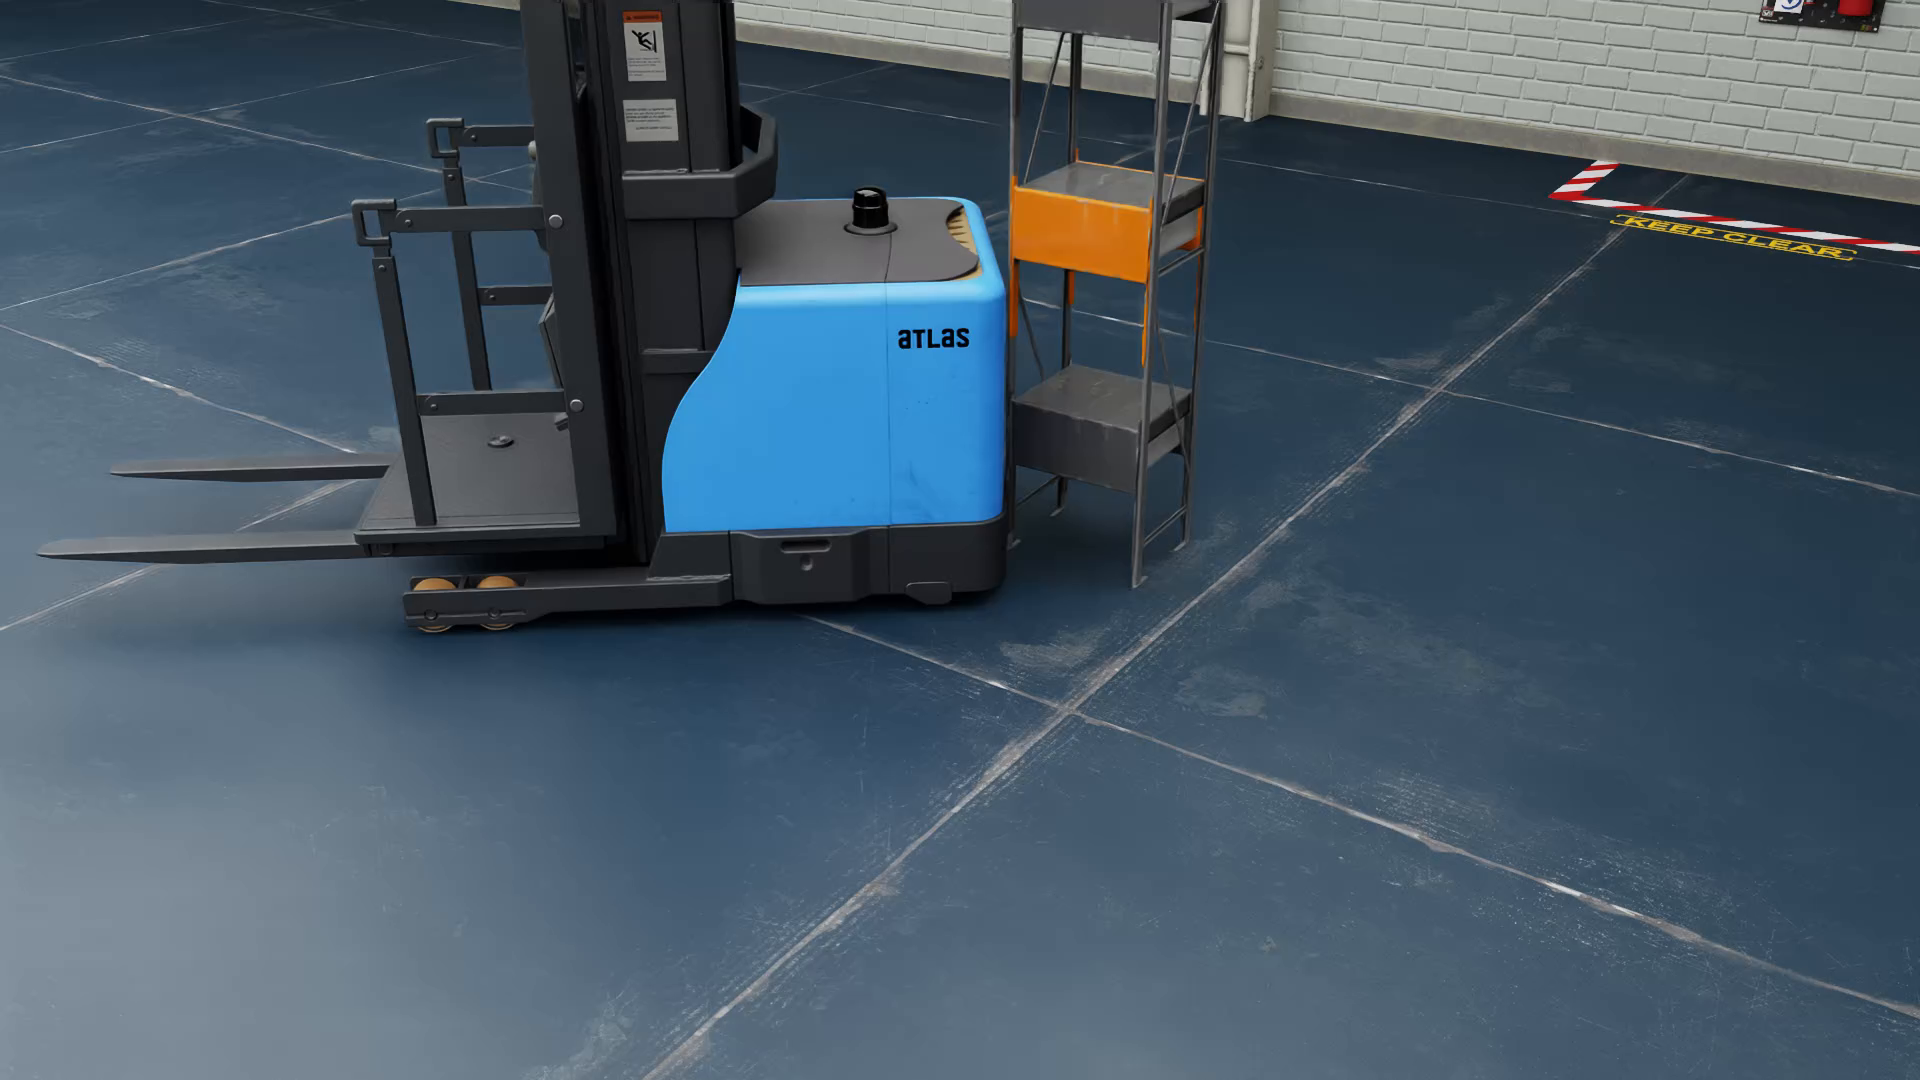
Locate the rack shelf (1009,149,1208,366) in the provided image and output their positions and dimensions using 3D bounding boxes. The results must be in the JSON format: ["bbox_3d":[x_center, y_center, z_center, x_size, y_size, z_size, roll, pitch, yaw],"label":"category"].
[{"bbox_3d":[0.469,-0.898,5.229,0.480,0.518,0.431,16,31,29],"label":"rack shelf"}]

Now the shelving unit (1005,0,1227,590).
[{"bbox_3d":[0.469,-0.910,5.223,0.503,2.100,0.431,16,31,29],"label":"shelving unit"}]

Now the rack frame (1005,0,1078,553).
[{"bbox_3d":[0.263,-0.970,5.340,0.015,2.100,0.400,16,31,29],"label":"rack frame"}]

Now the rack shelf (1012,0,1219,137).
[{"bbox_3d":[0.469,-1.522,4.912,0.480,0.518,0.431,16,31,29],"label":"rack shelf"}]

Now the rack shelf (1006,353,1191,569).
[{"bbox_3d":[0.469,-0.274,5.547,0.480,0.518,0.431,16,31,29],"label":"rack shelf"}]

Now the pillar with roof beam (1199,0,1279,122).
[{"bbox_3d":[-0.526,-5.366,6.372,0.400,9.000,9.100,17,32,30],"label":"pillar with roof beam"}]

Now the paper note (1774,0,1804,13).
[{"bbox_3d":[4.735,-3.089,9.483,0.142,0.148,0.016,17,32,30],"label":"paper note"}]

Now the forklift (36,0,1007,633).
[{"bbox_3d":[-1.395,-1.267,5.008,3.031,2.935,1.130,-2,27,-4],"label":"forklift"}]

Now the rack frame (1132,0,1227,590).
[{"bbox_3d":[0.675,-0.850,5.106,0.015,2.100,0.400,16,31,29],"label":"rack frame"}]

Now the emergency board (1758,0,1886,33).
[{"bbox_3d":[4.842,-3.410,9.143,0.643,1.169,0.194,17,32,30],"label":"emergency board"}]
